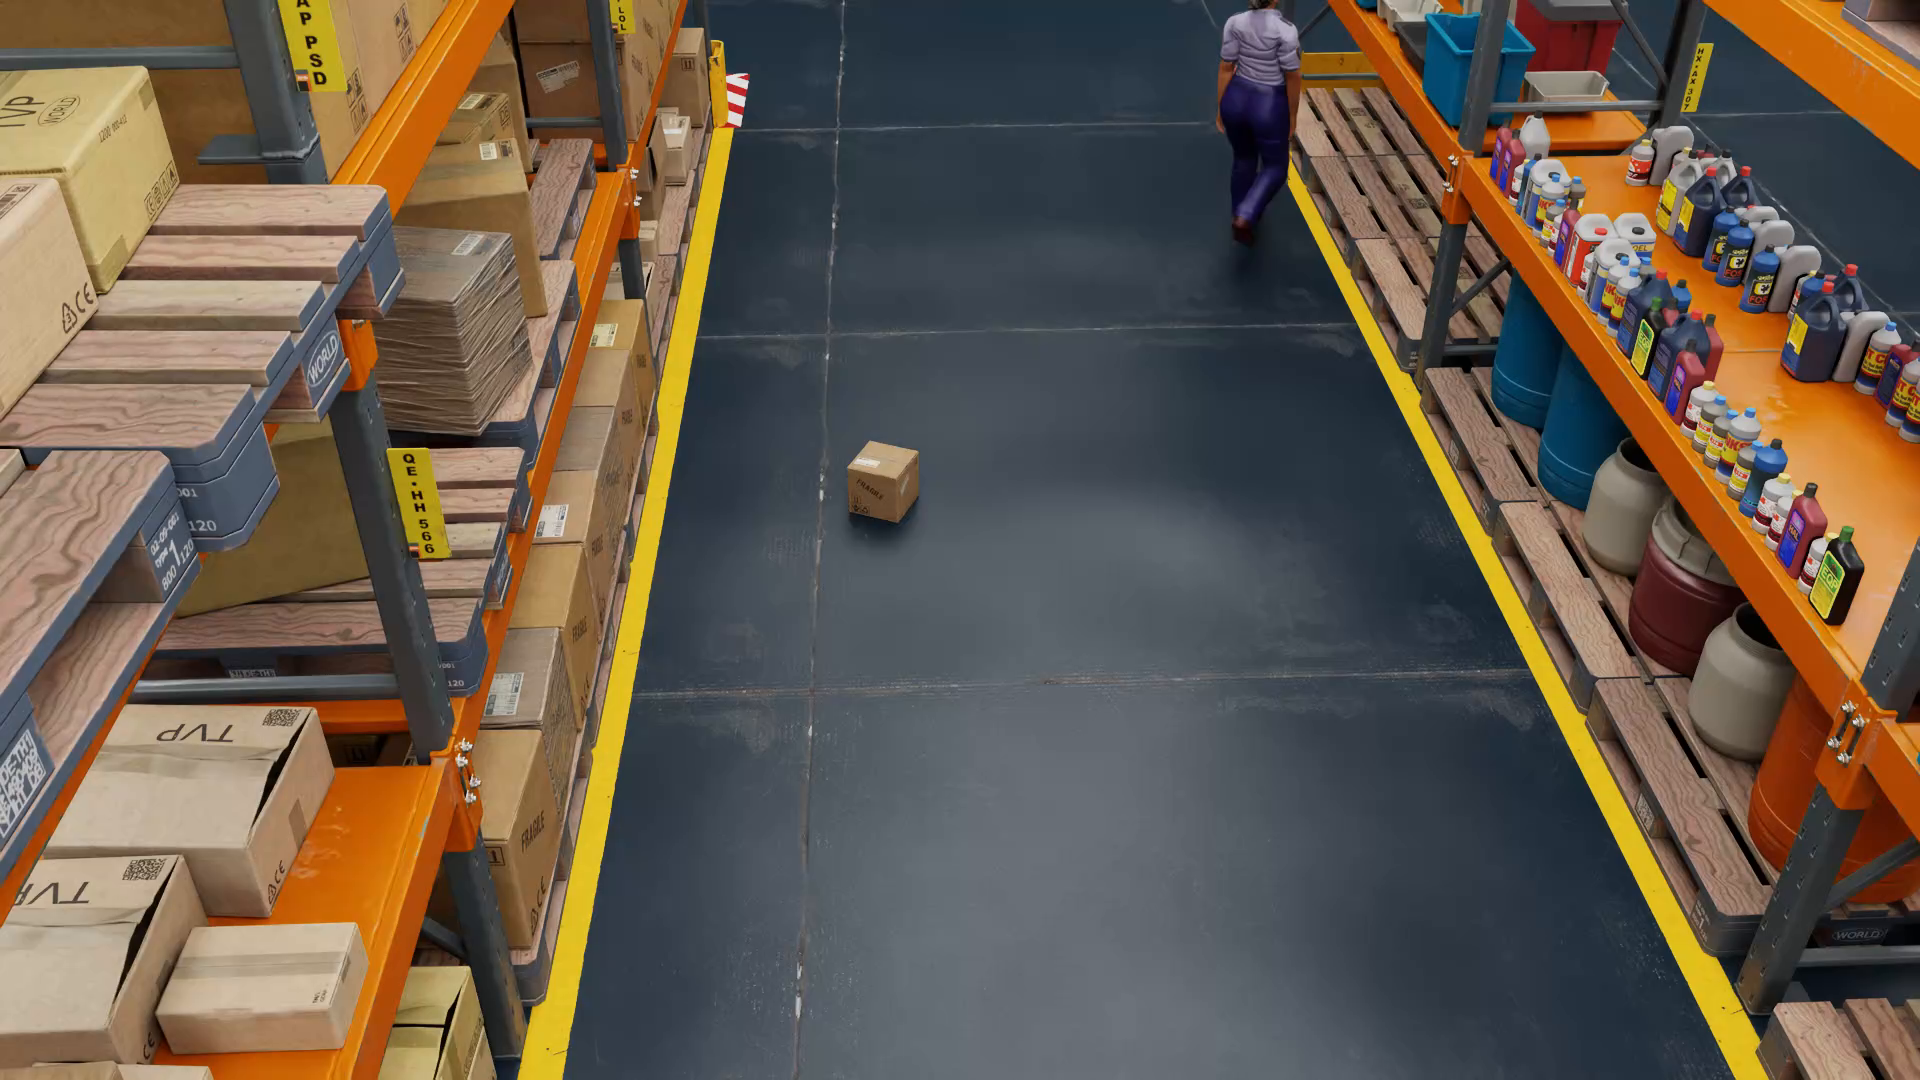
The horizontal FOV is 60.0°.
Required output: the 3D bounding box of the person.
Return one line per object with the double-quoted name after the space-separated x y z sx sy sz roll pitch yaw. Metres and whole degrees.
1.714 -2.484 9.636 0.486 1.613 0.757 20 40 26 "person"
